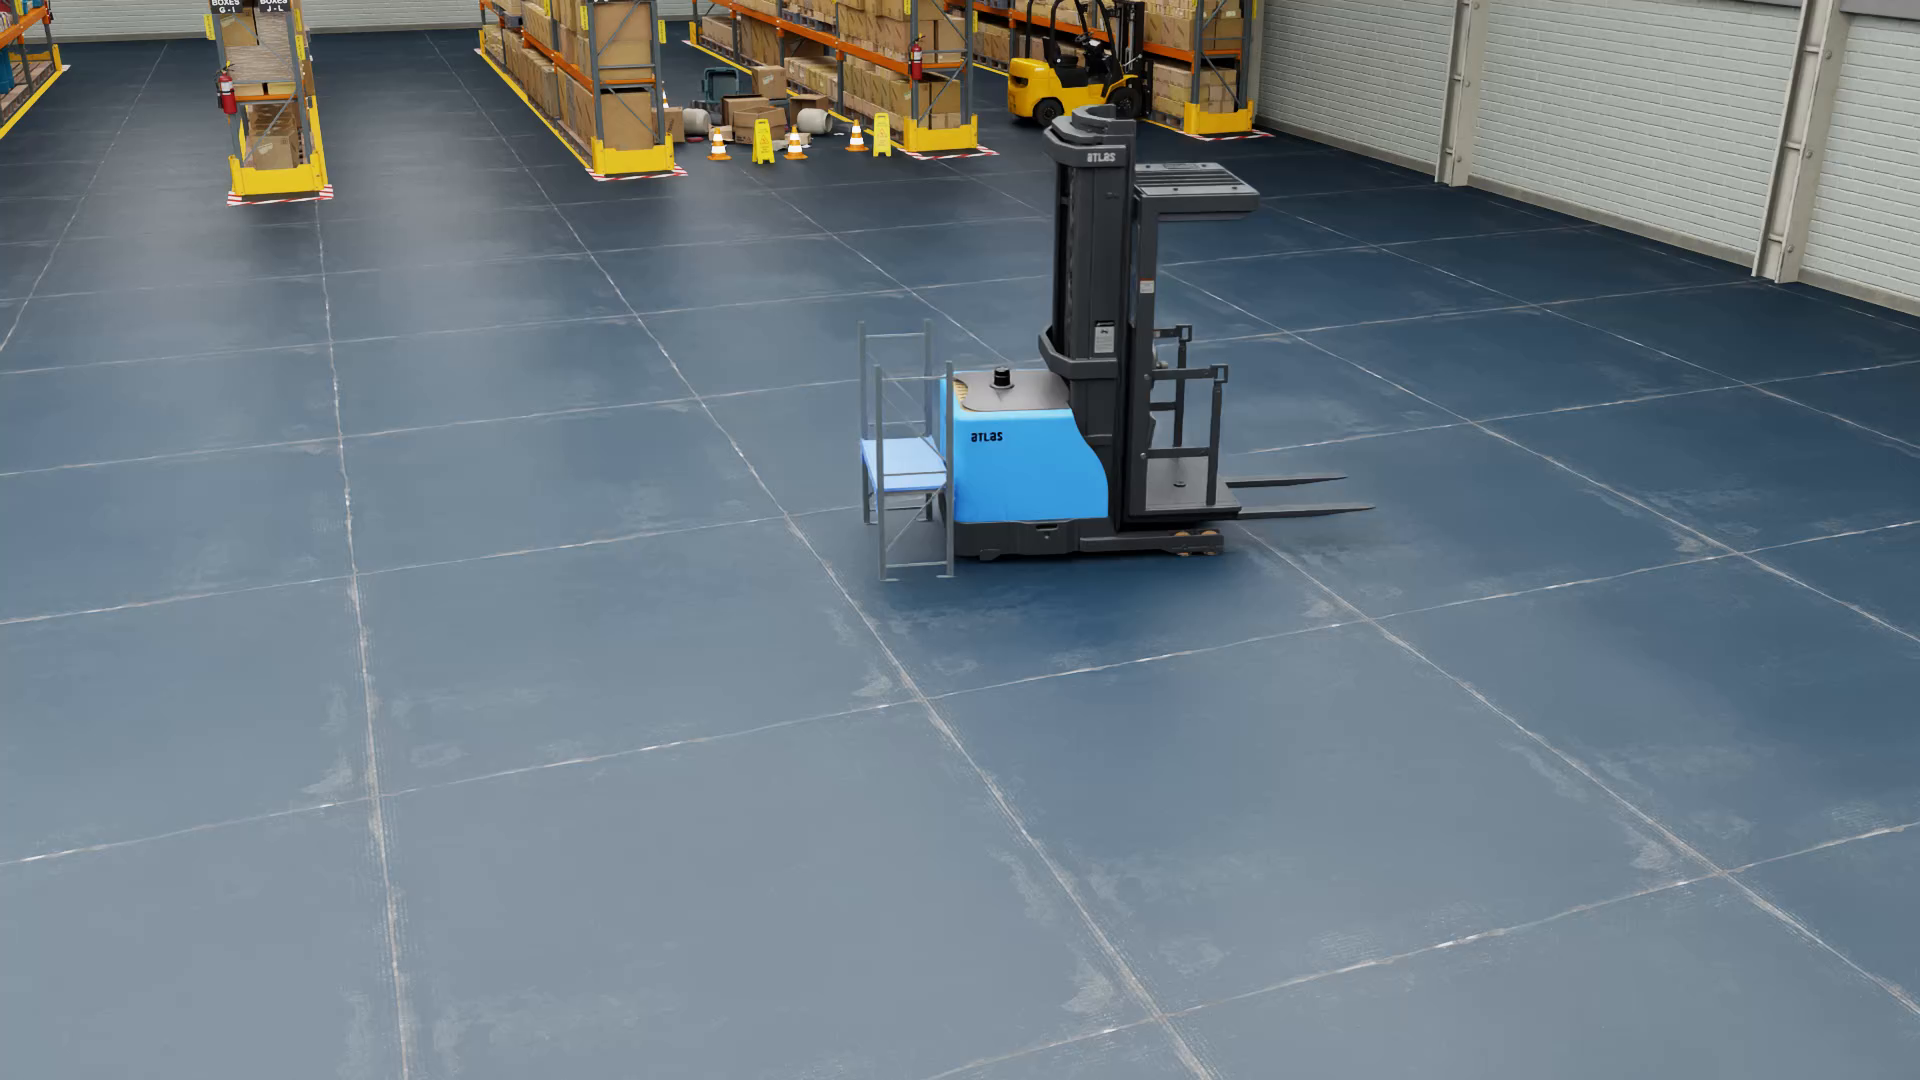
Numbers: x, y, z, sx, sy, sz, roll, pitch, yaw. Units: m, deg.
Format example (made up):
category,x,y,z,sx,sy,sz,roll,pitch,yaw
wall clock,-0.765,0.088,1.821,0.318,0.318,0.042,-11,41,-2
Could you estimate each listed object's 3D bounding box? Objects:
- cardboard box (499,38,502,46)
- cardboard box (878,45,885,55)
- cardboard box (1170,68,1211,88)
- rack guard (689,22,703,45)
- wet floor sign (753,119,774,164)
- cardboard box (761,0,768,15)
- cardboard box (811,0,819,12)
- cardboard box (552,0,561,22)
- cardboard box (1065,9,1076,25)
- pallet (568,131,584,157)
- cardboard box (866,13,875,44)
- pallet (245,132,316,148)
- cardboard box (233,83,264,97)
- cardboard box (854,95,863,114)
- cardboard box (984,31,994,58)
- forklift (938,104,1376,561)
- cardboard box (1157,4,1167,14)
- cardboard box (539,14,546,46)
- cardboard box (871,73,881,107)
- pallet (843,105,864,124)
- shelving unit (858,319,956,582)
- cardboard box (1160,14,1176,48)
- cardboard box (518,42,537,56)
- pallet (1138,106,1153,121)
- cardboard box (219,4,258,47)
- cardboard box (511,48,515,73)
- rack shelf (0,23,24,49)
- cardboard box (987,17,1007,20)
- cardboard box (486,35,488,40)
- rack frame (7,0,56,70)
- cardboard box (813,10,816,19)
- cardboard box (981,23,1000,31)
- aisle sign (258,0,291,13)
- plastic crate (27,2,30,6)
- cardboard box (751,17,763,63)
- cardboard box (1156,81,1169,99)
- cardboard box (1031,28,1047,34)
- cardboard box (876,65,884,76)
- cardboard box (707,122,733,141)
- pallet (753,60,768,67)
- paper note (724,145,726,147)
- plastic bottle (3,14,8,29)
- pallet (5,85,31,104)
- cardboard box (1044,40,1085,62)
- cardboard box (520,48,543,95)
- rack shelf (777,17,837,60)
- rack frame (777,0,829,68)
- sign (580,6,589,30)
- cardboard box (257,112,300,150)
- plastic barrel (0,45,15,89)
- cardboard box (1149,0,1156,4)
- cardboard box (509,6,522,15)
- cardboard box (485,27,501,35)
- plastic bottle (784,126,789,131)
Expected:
category,x,y,z,sx,sy,sz,roll,pitch,yaw
cardboard box,-9.615,-10.617,35.442,0.380,0.149,0.250,-8,24,-18
cardboard box,-1.133,-8.084,27.391,0.380,0.149,0.250,-9,24,-20
cardboard box,3.904,-7.832,28.183,0.500,0.250,0.500,-8,24,-17
rack guard,-5.945,-12.309,40.309,1.175,0.500,0.348,-8,24,-19
wet floor sign,-3.016,-6.098,25.388,0.267,0.644,0.232,-13,26,-28
cardboard box,-3.727,-10.807,33.723,0.500,0.250,0.500,-8,24,-18
cardboard box,-2.428,-9.973,30.497,0.500,0.500,0.500,-7,24,-17
cardboard box,-6.194,-8.804,27.192,0.875,0.550,0.550,-8,24,-19
cardboard box,2.340,-10.034,31.887,0.500,0.250,0.500,-8,24,-19
pallet,-5.662,-6.360,26.567,1.003,0.211,1.213,-8,24,-19
cardboard box,-1.241,-8.532,27.620,0.500,0.500,0.500,-8,24,-18
pallet,-10.698,-6.208,26.206,1.003,0.211,1.213,-8,24,-19
cardboard box,-9.849,-6.238,23.011,0.380,0.149,0.250,-8,24,-19
cardboard box,-1.542,-7.574,28.858,0.500,0.250,0.500,-7,24,-16
cardboard box,0.827,-10.766,36.109,0.500,0.500,0.500,-7,24,-17
forklift,1.396,-1.439,11.391,3.031,2.935,1.130,-3,23,-6
cardboard box,3.606,-9.127,28.578,0.380,0.149,0.250,-9,25,-21
cardboard box,-6.905,-8.758,28.539,0.500,0.500,0.500,-9,24,-20
cardboard box,-1.170,-7.539,27.809,0.500,0.500,0.500,-9,24,-20
pallet,-1.427,-7.567,29.432,1.003,0.211,1.213,-8,24,-19
shelving unit,-0.372,-0.625,11.301,0.538,1.500,1.048,-4,23,-8
cardboard box,3.764,-8.699,28.399,0.500,0.500,0.500,-8,24,-17
cardboard box,-8.192,-9.429,31.971,0.500,0.250,0.500,-9,24,-20
pallet,3.622,-7.750,29.866,1.003,0.211,1.213,-8,24,-19
cardboard box,-9.980,-7.088,22.906,0.500,0.500,0.500,-8,24,-19
cardboard box,-8.719,-9.639,33.434,0.500,0.500,0.500,-8,24,-18
rack shelf,-17.721,-8.901,29.932,1.077,0.370,4.000,-8,24,-19
cardboard box,0.826,-11.656,37.385,0.380,0.149,0.250,-10,25,-22
cardboard box,-10.542,-11.420,37.729,0.380,0.149,0.250,-8,24,-19
rack frame,-19.841,-11.412,34.965,1.000,3.000,0.127,-8,24,-19
cardboard box,-2.484,-9.691,30.663,0.380,0.149,0.250,-8,24,-19
cardboard box,0.679,-11.198,36.299,0.380,0.149,0.250,-10,25,-22
aisle sign,-9.252,-7.495,22.323,0.394,0.787,0.004,-8,24,-19
plastic crate,-19.294,-10.940,34.106,0.396,0.136,0.243,-8,24,-19
cardboard box,-3.903,-10.671,35.401,0.875,0.875,0.875,-8,24,-17
cardboard box,3.727,-7.795,28.738,0.500,0.250,0.500,-9,24,-20
cardboard box,1.640,-10.800,35.355,0.380,0.149,0.250,-7,24,-16
cardboard box,-1.181,-7.776,27.537,0.380,0.149,0.250,-7,24,-17
cardboard box,-3.962,-6.744,27.409,0.396,0.266,0.258,-4,23,-10
pallet,-3.745,-9.999,35.202,1.003,0.211,1.213,-8,24,-19
paper note,-3.830,-6.341,26.757,0.144,0.017,0.142,0,23,-1
plastic bottle,-17.857,-9.670,30.991,0.152,0.276,0.135,-8,24,-19
pallet,-18.194,-8.388,31.379,1.003,0.211,1.213,-8,24,-19
cardboard box,2.216,-9.617,33.222,0.875,0.625,0.625,-9,25,-21
cardboard box,-7.574,-8.752,31.009,1.050,0.750,0.750,-9,24,-20
rack shelf,-2.403,-9.487,31.322,1.077,0.370,4.000,-8,24,-19
rack frame,-3.110,-10.545,32.907,1.000,3.000,0.127,-8,24,-19
sign,-5.392,-7.496,23.876,0.100,0.325,0.005,-8,24,-19
cardboard box,-10.362,-6.201,25.277,0.500,0.500,0.500,-11,25,-24
plastic barrel,-18.251,-8.986,31.368,0.600,0.901,0.708,-8,24,-19
cardboard box,3.490,-9.354,28.734,0.380,0.149,0.250,-8,24,-18
cardboard box,-8.309,-10.023,31.451,0.380,0.149,0.250,-8,24,-18
cardboard box,-10.485,-11.460,37.442,0.380,0.149,0.250,-8,24,-19
plastic bottle,-2.996,-7.011,28.306,0.133,0.061,0.283,-4,23,-10
